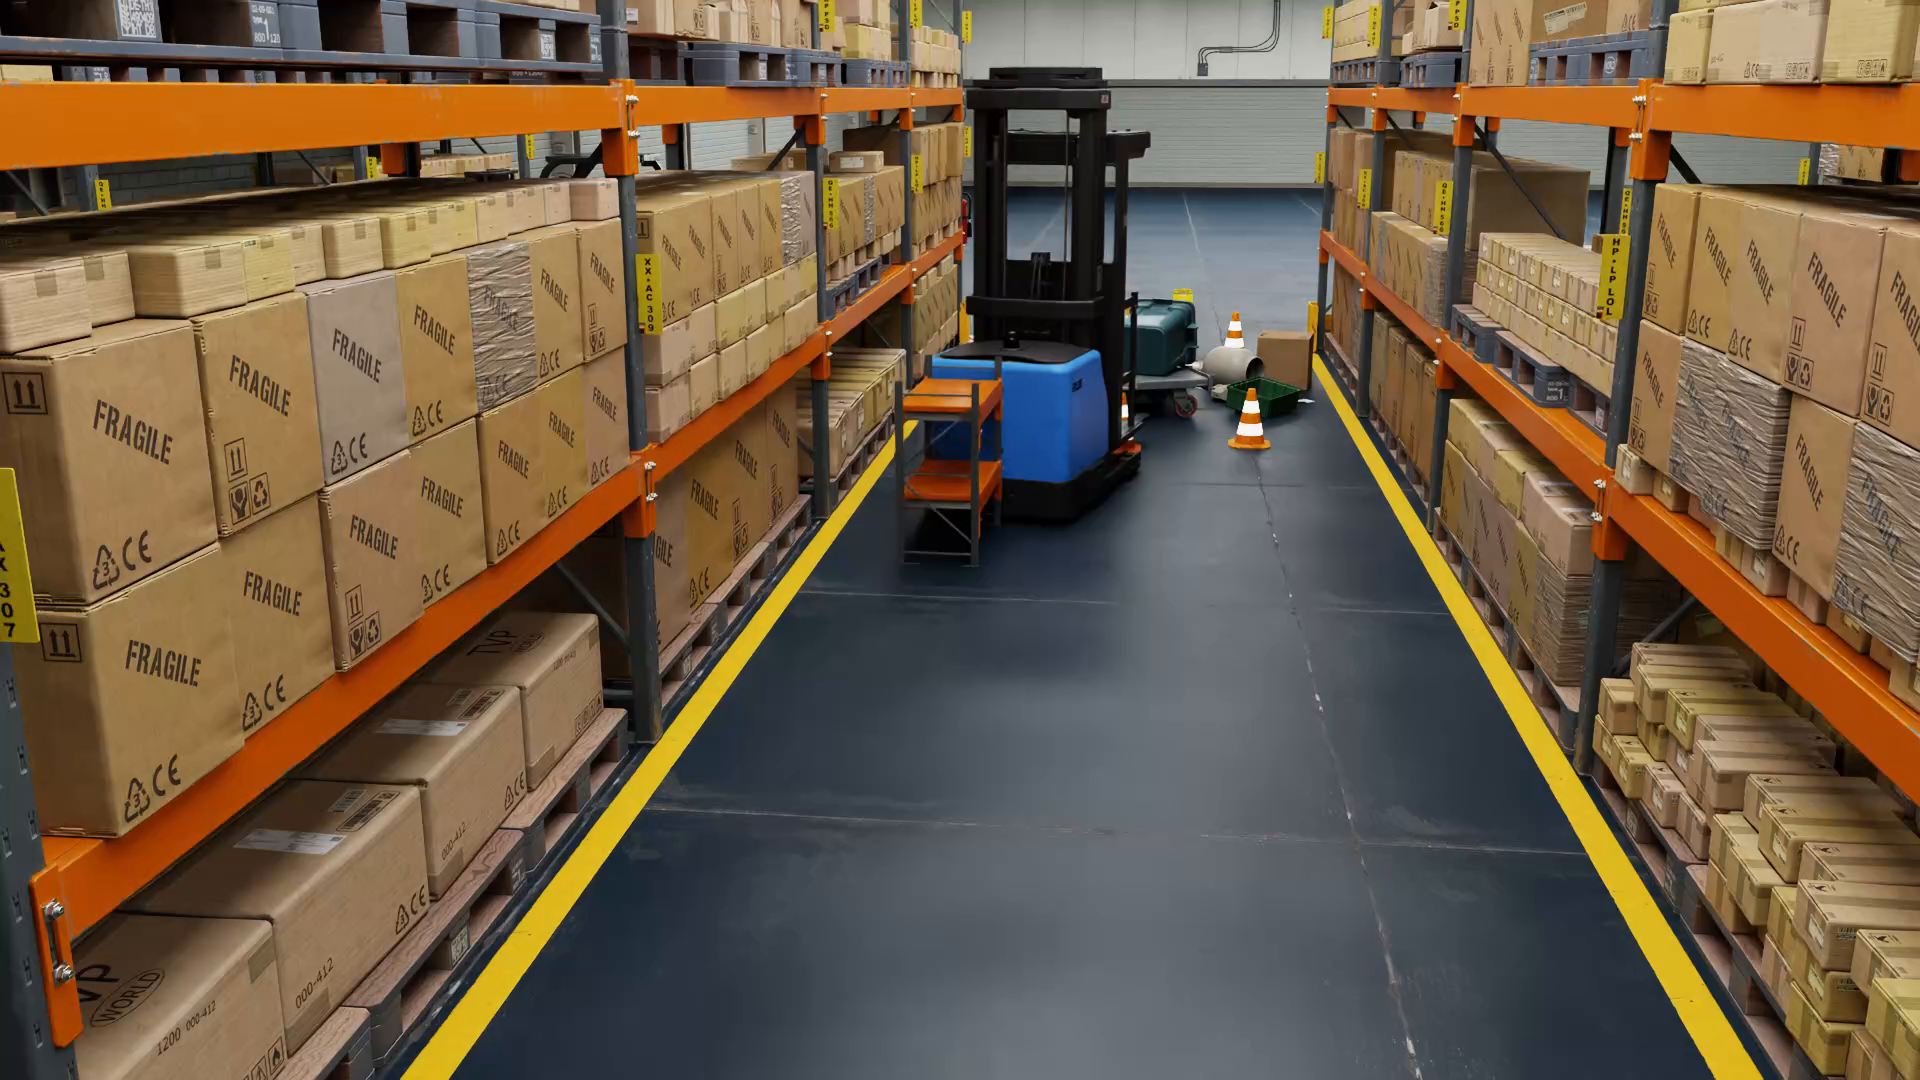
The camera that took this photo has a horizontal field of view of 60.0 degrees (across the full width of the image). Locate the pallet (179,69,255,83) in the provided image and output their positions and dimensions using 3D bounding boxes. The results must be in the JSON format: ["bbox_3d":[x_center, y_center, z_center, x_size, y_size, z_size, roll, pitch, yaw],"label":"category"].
[{"bbox_3d":[-6.200,-3.579,12.766,1.003,0.211,1.213,2,15,9],"label":"pallet"}]

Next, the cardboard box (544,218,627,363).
[{"bbox_3d":[-1.608,-0.971,6.399,0.500,0.500,0.500,2,15,6],"label":"cardboard box"}]

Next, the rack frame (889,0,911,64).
[{"bbox_3d":[-0.927,-5.541,13.915,1.000,3.000,0.127,2,15,6],"label":"rack frame"}]

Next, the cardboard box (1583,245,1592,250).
[{"bbox_3d":[3.871,-1.645,10.808,0.500,0.500,0.500,2,15,7],"label":"cardboard box"}]

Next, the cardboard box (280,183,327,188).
[{"bbox_3d":[-6.078,-3.243,15.474,0.380,0.149,0.250,2,15,6],"label":"cardboard box"}]

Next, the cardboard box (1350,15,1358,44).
[{"bbox_3d":[3.975,-4.823,15.727,0.500,0.250,0.500,2,15,6],"label":"cardboard box"}]

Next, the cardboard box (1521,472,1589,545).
[{"bbox_3d":[3.004,-0.142,7.990,0.500,0.250,0.500,2,15,9],"label":"cardboard box"}]

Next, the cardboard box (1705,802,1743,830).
[{"bbox_3d":[2.723,0.937,5.539,0.380,0.149,0.250,2,15,9],"label":"cardboard box"}]

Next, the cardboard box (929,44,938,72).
[{"bbox_3d":[-0.487,-4.534,15.655,0.500,0.250,0.500,2,15,7],"label":"cardboard box"}]

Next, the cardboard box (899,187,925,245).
[{"bbox_3d":[-0.600,-2.943,15.038,0.500,0.500,0.500,2,15,6],"label":"cardboard box"}]

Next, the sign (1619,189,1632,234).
[{"bbox_3d":[4.092,-1.995,10.229,0.100,0.325,0.005,2,15,6],"label":"sign"}]

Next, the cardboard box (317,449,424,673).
[{"bbox_3d":[-1.837,0.039,4.579,0.500,0.500,0.500,2,15,6],"label":"cardboard box"}]

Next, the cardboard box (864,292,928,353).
[{"bbox_3d":[-0.592,-2.028,15.441,0.500,0.500,0.500,2,15,9],"label":"cardboard box"}]

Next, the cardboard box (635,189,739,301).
[{"bbox_3d":[-1.405,-1.470,8.244,0.500,0.500,0.500,1,15,5],"label":"cardboard box"}]

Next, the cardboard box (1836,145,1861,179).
[{"bbox_3d":[8.975,-3.801,16.297,0.500,0.500,0.500,2,15,6],"label":"cardboard box"}]

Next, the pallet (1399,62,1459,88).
[{"bbox_3d":[3.949,-3.642,13.005,0.805,0.209,1.217,1,15,4],"label":"pallet"}]

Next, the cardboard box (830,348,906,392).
[{"bbox_3d":[-0.984,-1.443,14.483,0.950,0.372,0.625,2,15,7],"label":"cardboard box"}]

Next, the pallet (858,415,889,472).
[{"bbox_3d":[-1.148,-0.780,13.142,1.003,0.211,1.213,2,15,6],"label":"pallet"}]

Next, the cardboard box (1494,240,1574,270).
[{"bbox_3d":[3.247,-1.610,9.405,0.380,0.149,0.250,2,15,6],"label":"cardboard box"}]

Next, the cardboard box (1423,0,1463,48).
[{"bbox_3d":[3.371,-3.424,11.007,0.500,0.311,0.500,2,15,6],"label":"cardboard box"}]

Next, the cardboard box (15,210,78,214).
[{"bbox_3d":[-6.556,-2.276,11.898,0.380,0.149,0.250,2,15,8],"label":"cardboard box"}]

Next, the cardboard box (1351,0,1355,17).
[{"bbox_3d":[3.927,-5.053,15.812,0.380,0.149,0.250,2,15,7],"label":"cardboard box"}]

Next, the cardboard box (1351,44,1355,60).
[{"bbox_3d":[3.898,-4.603,15.678,0.380,0.149,0.250,2,15,6],"label":"cardboard box"}]

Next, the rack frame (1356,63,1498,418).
[{"bbox_3d":[4.003,-2.526,14.256,1.000,3.000,0.127,2,15,6],"label":"rack frame"}]

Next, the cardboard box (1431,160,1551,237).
[{"bbox_3d":[3.724,-2.400,11.683,0.700,0.500,0.500,1,15,5],"label":"cardboard box"}]

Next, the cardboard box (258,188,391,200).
[{"bbox_3d":[-2.212,-1.143,5.793,0.380,0.149,0.250,2,15,6],"label":"cardboard box"}]

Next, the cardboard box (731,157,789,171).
[{"bbox_3d":[-1.474,-2.748,12.270,0.380,0.149,0.250,1,15,4],"label":"cardboard box"}]

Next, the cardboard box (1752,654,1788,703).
[{"bbox_3d":[3.319,0.535,6.453,0.380,0.149,0.250,2,15,8],"label":"cardboard box"}]

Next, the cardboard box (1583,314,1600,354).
[{"bbox_3d":[3.008,-0.918,7.416,0.380,0.149,0.250,2,15,9],"label":"cardboard box"}]

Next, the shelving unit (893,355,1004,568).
[{"bbox_3d":[-0.057,-0.518,10.422,0.538,1.125,1.048,2,15,9],"label":"shelving unit"}]

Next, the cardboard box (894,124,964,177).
[{"bbox_3d":[-0.336,-3.952,16.854,0.700,0.500,0.500,2,15,6],"label":"cardboard box"}]

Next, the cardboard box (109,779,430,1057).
[{"bbox_3d":[-2.211,1.089,4.991,0.875,0.438,0.875,2,15,8],"label":"cardboard box"}]

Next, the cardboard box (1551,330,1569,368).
[{"bbox_3d":[3.061,-0.910,7.959,0.380,0.149,0.250,1,15,4],"label":"cardboard box"}]

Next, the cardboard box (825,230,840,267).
[{"bbox_3d":[-1.097,-2.112,11.162,0.500,0.500,0.500,1,15,5],"label":"cardboard box"}]

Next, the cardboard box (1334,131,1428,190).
[{"bbox_3d":[4.205,-3.775,16.521,0.875,0.550,0.550,2,15,6],"label":"cardboard box"}]

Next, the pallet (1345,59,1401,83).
[{"bbox_3d":[4.246,-4.458,15.827,1.003,0.211,1.213,2,15,6],"label":"pallet"}]

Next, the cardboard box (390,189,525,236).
[{"bbox_3d":[-1.734,-1.129,5.743,0.380,0.149,0.250,2,15,6],"label":"cardboard box"}]

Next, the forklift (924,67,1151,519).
[{"bbox_3d":[0.724,-1.897,12.062,1.130,2.935,3.031,5,16,19],"label":"forklift"}]

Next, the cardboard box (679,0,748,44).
[{"bbox_3d":[-1.276,-2.620,8.311,0.396,0.266,0.258,3,15,11],"label":"cardboard box"}]

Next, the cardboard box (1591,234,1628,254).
[{"bbox_3d":[3.952,-1.716,9.800,0.380,0.149,0.250,1,15,4],"label":"cardboard box"}]

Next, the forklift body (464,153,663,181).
[{"bbox_3d":[-3.809,-2.873,17.165,2.313,2.155,1.214,2,15,6],"label":"forklift body"}]

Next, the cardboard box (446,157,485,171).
[{"bbox_3d":[-5.260,-3.967,17.583,0.380,0.149,0.250,2,15,8],"label":"cardboard box"}]

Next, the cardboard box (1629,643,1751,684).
[{"bbox_3d":[2.856,0.519,6.515,0.380,0.149,0.250,2,15,9],"label":"cardboard box"}]

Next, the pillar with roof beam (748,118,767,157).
[{"bbox_3d":[-0.073,-11.112,34.516,9.100,9.000,0.400,2,15,6],"label":"pillar with roof beam"}]

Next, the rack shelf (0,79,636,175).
[{"bbox_3d":[-2.055,-1.152,4.809,1.077,0.370,4.000,2,15,6],"label":"rack shelf"}]

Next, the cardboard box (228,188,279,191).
[{"bbox_3d":[-6.194,-2.999,14.573,0.380,0.149,0.250,1,15,4],"label":"cardboard box"}]

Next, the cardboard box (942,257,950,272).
[{"bbox_3d":[-0.313,-2.856,17.260,0.380,0.149,0.250,2,15,7],"label":"cardboard box"}]

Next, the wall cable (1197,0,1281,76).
[{"bbox_3d":[8.081,-16.434,47.683,2.305,6.003,0.169,2,15,6],"label":"wall cable"}]

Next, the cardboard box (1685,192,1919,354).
[{"bbox_3d":[2.764,-0.881,5.495,0.500,0.500,0.500,1,15,5],"label":"cardboard box"}]

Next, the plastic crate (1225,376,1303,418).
[{"bbox_3d":[2.721,-1.280,14.925,0.450,0.188,0.662,22,25,31],"label":"plastic crate"}]

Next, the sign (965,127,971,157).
[{"bbox_3d":[0.074,-4.373,18.263,0.100,0.325,0.005,2,15,6],"label":"sign"}]

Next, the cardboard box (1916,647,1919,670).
[{"bbox_3d":[2.507,0.137,3.647,0.500,0.500,0.500,1,15,5],"label":"cardboard box"}]

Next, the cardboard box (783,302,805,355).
[{"bbox_3d":[-1.219,-1.264,9.876,0.500,0.250,0.500,2,15,7],"label":"cardboard box"}]

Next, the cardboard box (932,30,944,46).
[{"bbox_3d":[-0.360,-4.899,16.241,0.380,0.149,0.250,2,15,8],"label":"cardboard box"}]

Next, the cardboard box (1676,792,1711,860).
[{"bbox_3d":[2.755,1.010,5.838,0.380,0.149,0.250,1,15,5],"label":"cardboard box"}]
